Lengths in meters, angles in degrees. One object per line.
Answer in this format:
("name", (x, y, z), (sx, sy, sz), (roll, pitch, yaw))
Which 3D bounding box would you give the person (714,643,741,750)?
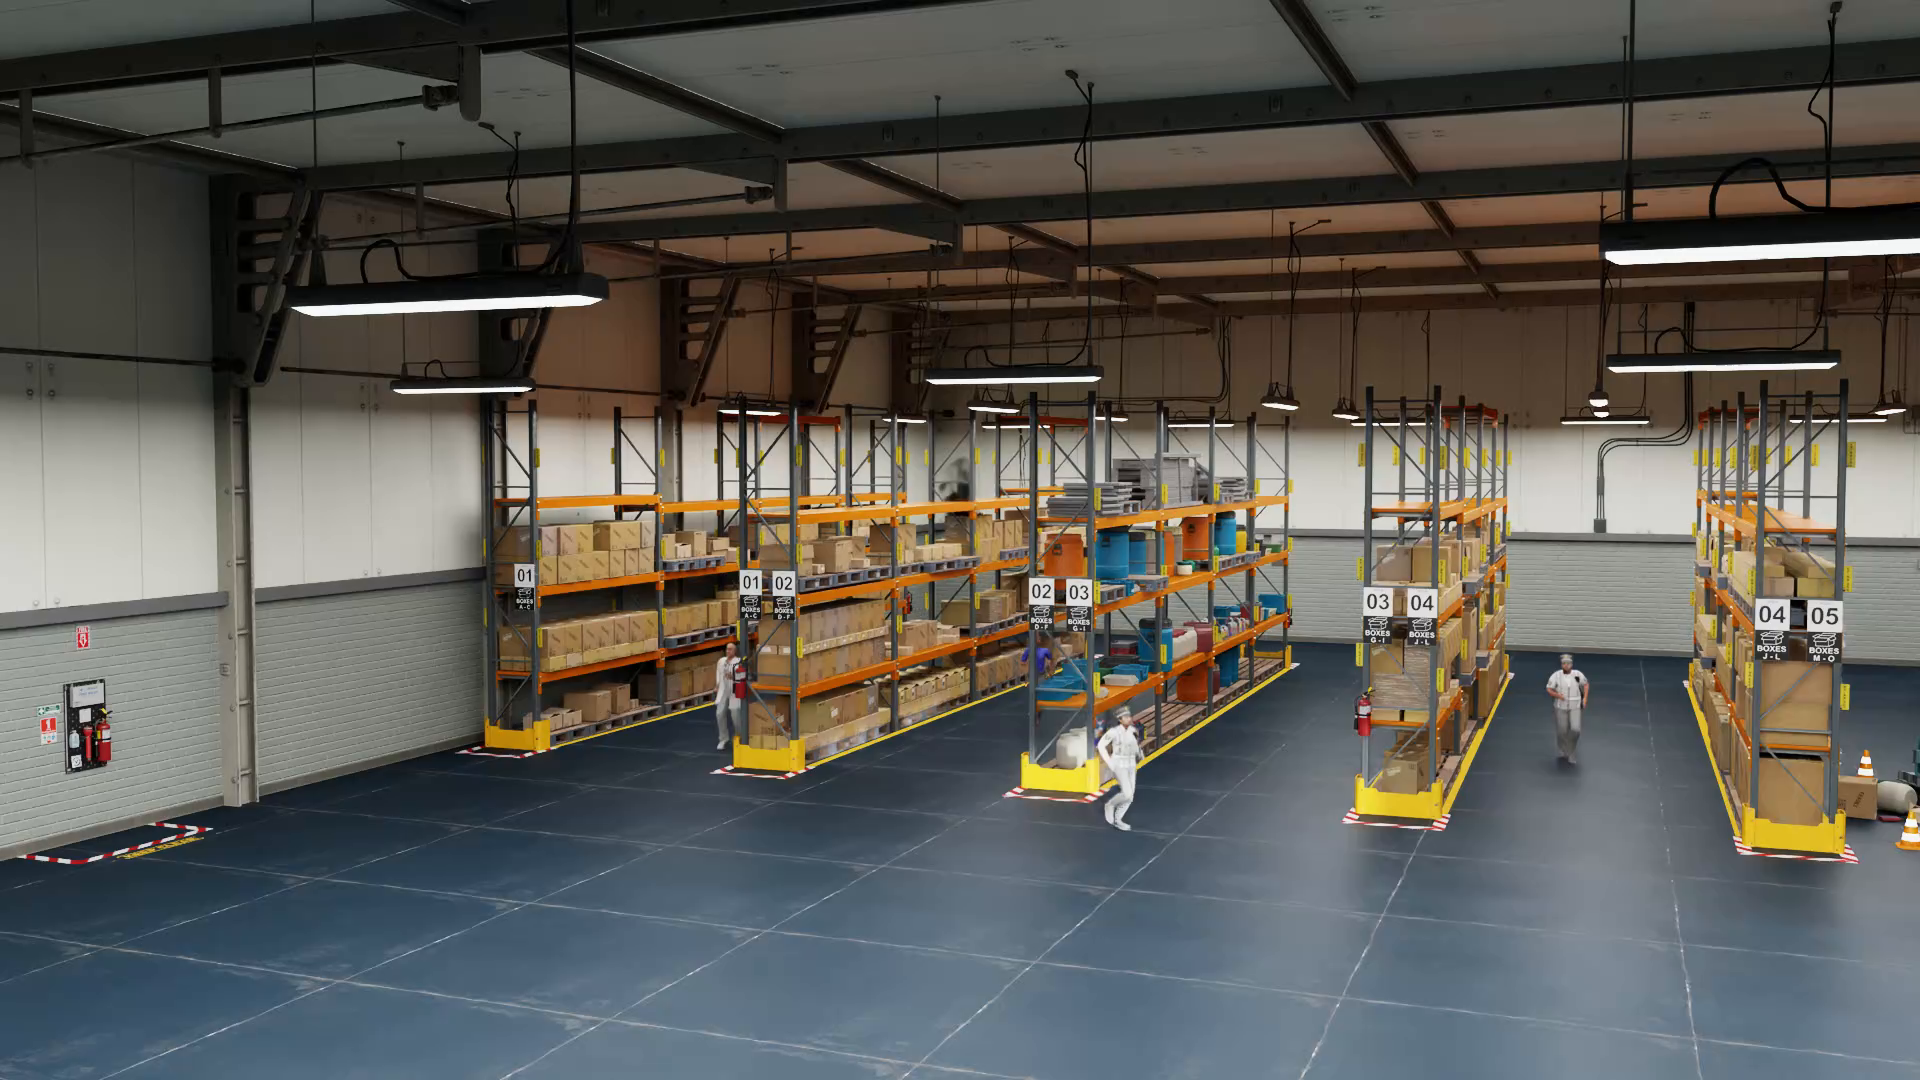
("person", (-3.971, 2.703, 28.748), (0.686, 1.846, 0.799), (1, 3, 15))

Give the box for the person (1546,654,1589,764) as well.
("person", (10.017, 2.786, 27.422), (0.665, 1.820, 0.723), (1, 3, 18))

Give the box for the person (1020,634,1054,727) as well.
("person", (1.403, 2.556, 30.531), (0.604, 1.660, 0.872), (1, 3, 13))

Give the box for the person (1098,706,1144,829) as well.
("person", (2.220, 3.063, 22.348), (0.662, 1.669, 0.510), (-2, 4, -37))
